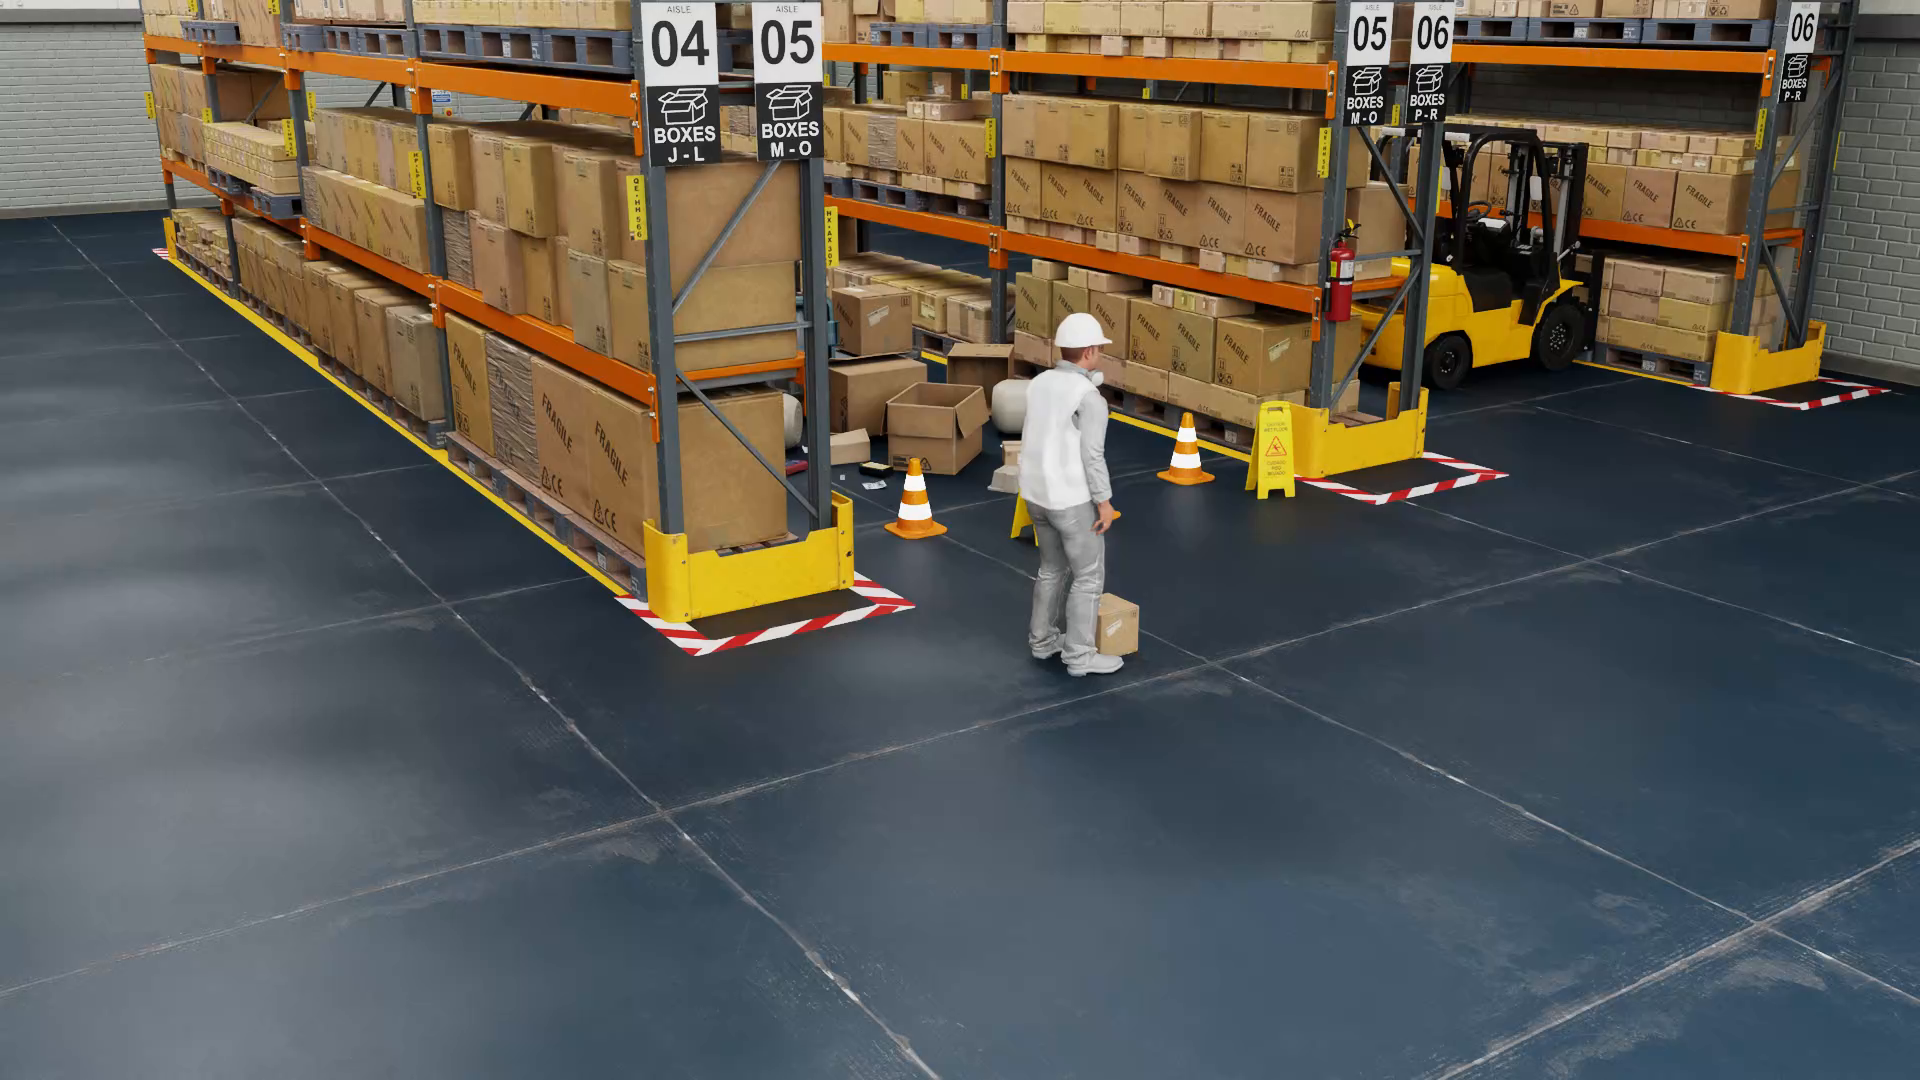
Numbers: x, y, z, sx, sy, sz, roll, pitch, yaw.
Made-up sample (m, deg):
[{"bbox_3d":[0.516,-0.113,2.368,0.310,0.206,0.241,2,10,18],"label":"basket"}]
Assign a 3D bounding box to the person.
[{"bbox_3d":[0.539,-0.230,8.223,0.465,1.771,0.581,-12,21,-32],"label":"person"}]
